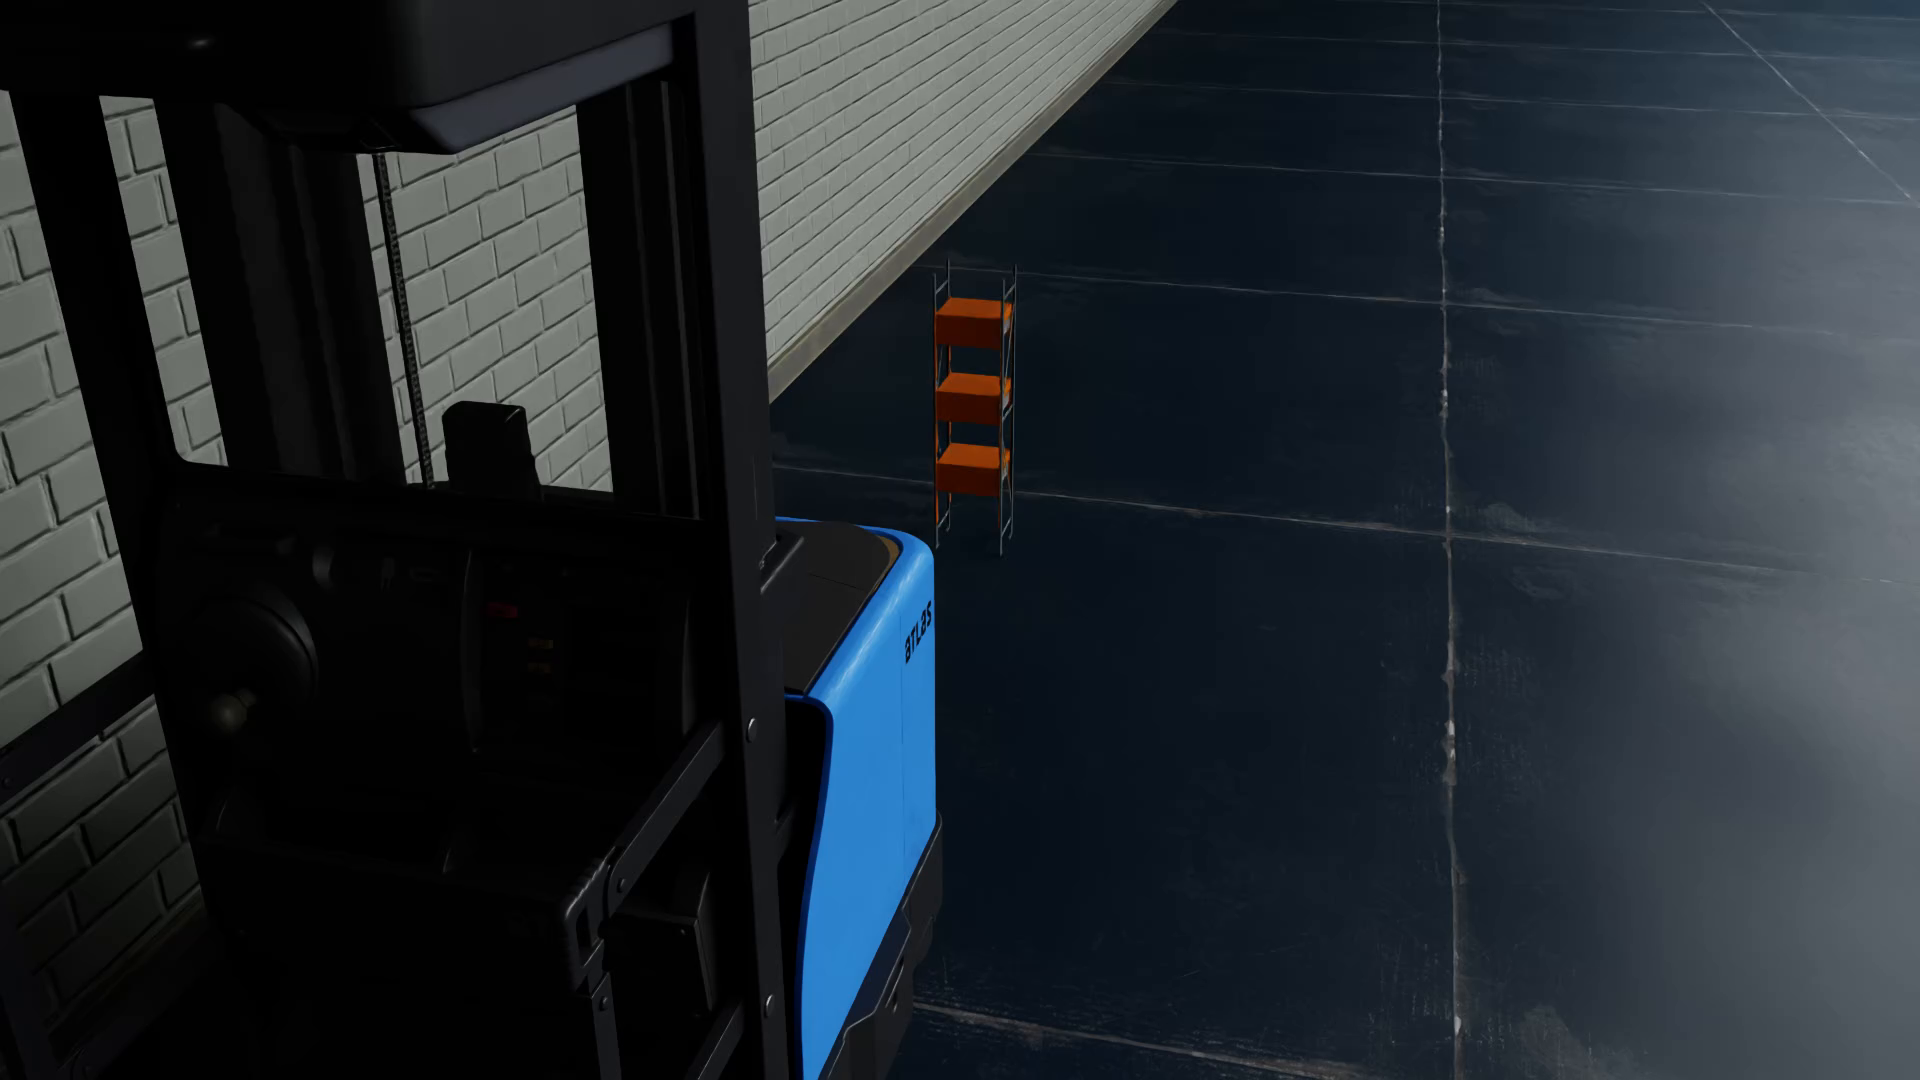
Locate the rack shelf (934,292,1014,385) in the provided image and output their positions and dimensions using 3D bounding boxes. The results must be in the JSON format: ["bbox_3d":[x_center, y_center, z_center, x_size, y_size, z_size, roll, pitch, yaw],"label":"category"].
[{"bbox_3d":[0.052,-0.715,5.895,0.240,0.259,0.215,6,26,13],"label":"rack shelf"}]

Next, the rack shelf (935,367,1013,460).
[{"bbox_3d":[0.052,-0.459,6.017,0.240,0.259,0.215,6,26,13],"label":"rack shelf"}]

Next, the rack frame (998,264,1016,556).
[{"bbox_3d":[0.170,-0.455,5.985,0.008,1.050,0.200,6,26,13],"label":"rack frame"}]

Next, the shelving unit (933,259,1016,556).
[{"bbox_3d":[0.052,-0.468,6.012,0.252,1.050,0.215,6,26,13],"label":"shelving unit"}]

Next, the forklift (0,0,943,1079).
[{"bbox_3d":[-0.908,0.188,2.446,1.130,2.935,3.031,6,26,13],"label":"forklift"}]

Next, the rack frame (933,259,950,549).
[{"bbox_3d":[-0.066,-0.481,6.040,0.008,1.050,0.200,6,26,13],"label":"rack frame"}]

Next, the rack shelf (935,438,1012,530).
[{"bbox_3d":[0.052,-0.208,6.136,0.240,0.259,0.215,6,26,13],"label":"rack shelf"}]
